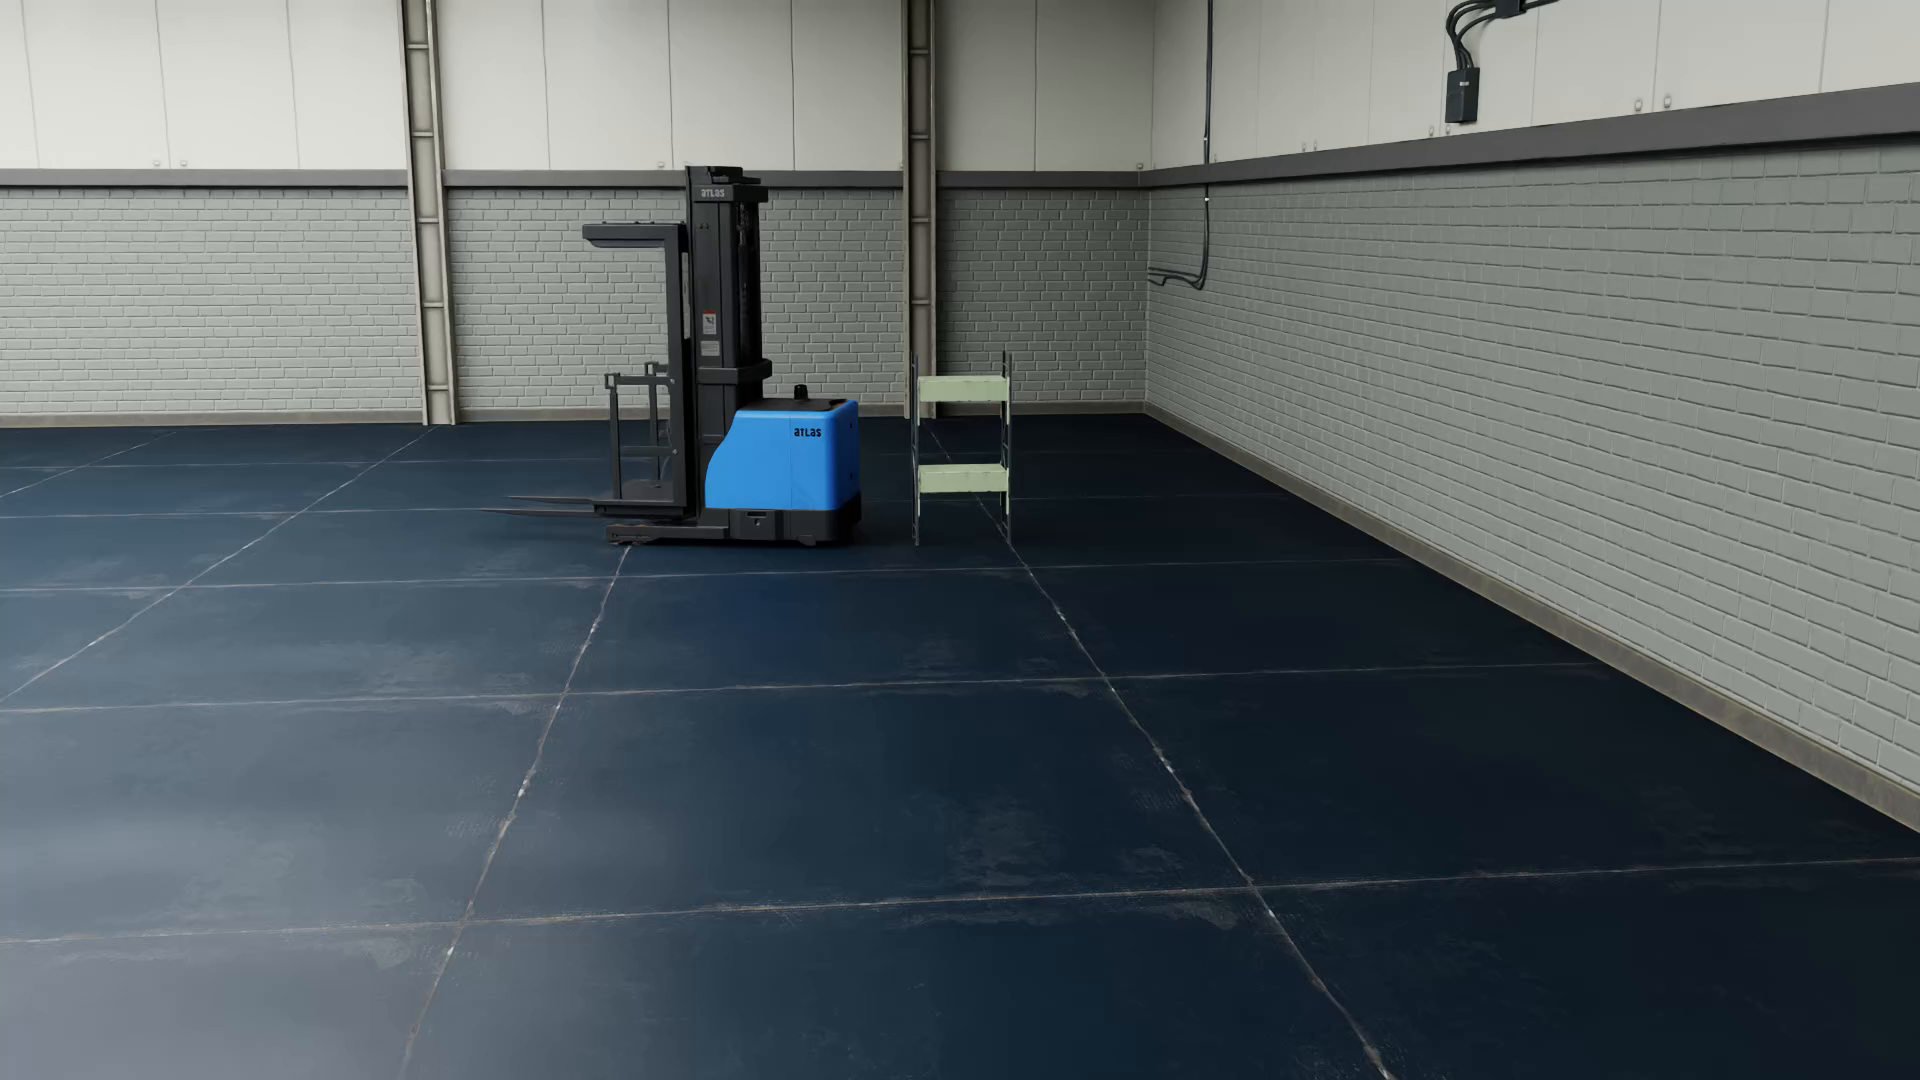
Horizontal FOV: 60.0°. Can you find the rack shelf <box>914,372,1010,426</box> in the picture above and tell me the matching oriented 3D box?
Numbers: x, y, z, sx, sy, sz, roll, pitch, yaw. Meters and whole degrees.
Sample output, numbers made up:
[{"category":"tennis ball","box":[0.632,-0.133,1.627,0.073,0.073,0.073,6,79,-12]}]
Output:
[{"category":"rack shelf","box":[0.007,-1.119,13.149,0.720,0.370,0.431,-1,11,-6]}]

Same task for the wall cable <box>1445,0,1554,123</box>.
[{"category":"wall cable","box":[3.567,-5.655,9.987,0.169,6.003,2.305,-1,11,-6]}]

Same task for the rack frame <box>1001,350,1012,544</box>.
[{"category":"rack frame","box":[0.371,-0.744,13.263,0.023,1.500,0.400,-1,11,-6]}]

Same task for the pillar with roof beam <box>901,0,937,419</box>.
[{"category":"pillar with roof beam","box":[-0.049,-5.174,16.356,0.400,9.000,9.100,-1,11,-6]}]

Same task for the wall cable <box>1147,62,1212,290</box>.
[{"category":"wall cable","box":[2.558,-4.283,19.877,0.112,2.526,3.097,-1,11,-6]}]

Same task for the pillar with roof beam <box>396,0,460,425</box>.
[{"category":"pillar with roof beam","box":[-6.014,-5.049,15.720,0.400,9.000,9.100,-1,11,-6]}]

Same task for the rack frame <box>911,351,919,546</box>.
[{"category":"rack frame","box":[-0.357,-0.728,13.185,0.023,1.500,0.400,-1,11,-6]}]

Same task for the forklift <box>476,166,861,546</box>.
[{"category":"forklift","box":[-2.379,-1.495,13.374,3.031,2.935,1.130,1,11,7]}]

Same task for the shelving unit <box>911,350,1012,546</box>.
[{"category":"shelving unit","box":[0.007,-0.736,13.224,0.755,1.500,0.431,-1,11,-6]}]

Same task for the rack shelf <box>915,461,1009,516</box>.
[{"category":"rack shelf","box":[0.007,-0.416,13.287,0.720,0.370,0.431,-1,11,-6]}]

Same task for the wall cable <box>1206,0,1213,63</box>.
[{"category":"wall cable","box":[2.850,-6.243,16.751,0.112,2.526,3.097,-1,11,-6]}]
